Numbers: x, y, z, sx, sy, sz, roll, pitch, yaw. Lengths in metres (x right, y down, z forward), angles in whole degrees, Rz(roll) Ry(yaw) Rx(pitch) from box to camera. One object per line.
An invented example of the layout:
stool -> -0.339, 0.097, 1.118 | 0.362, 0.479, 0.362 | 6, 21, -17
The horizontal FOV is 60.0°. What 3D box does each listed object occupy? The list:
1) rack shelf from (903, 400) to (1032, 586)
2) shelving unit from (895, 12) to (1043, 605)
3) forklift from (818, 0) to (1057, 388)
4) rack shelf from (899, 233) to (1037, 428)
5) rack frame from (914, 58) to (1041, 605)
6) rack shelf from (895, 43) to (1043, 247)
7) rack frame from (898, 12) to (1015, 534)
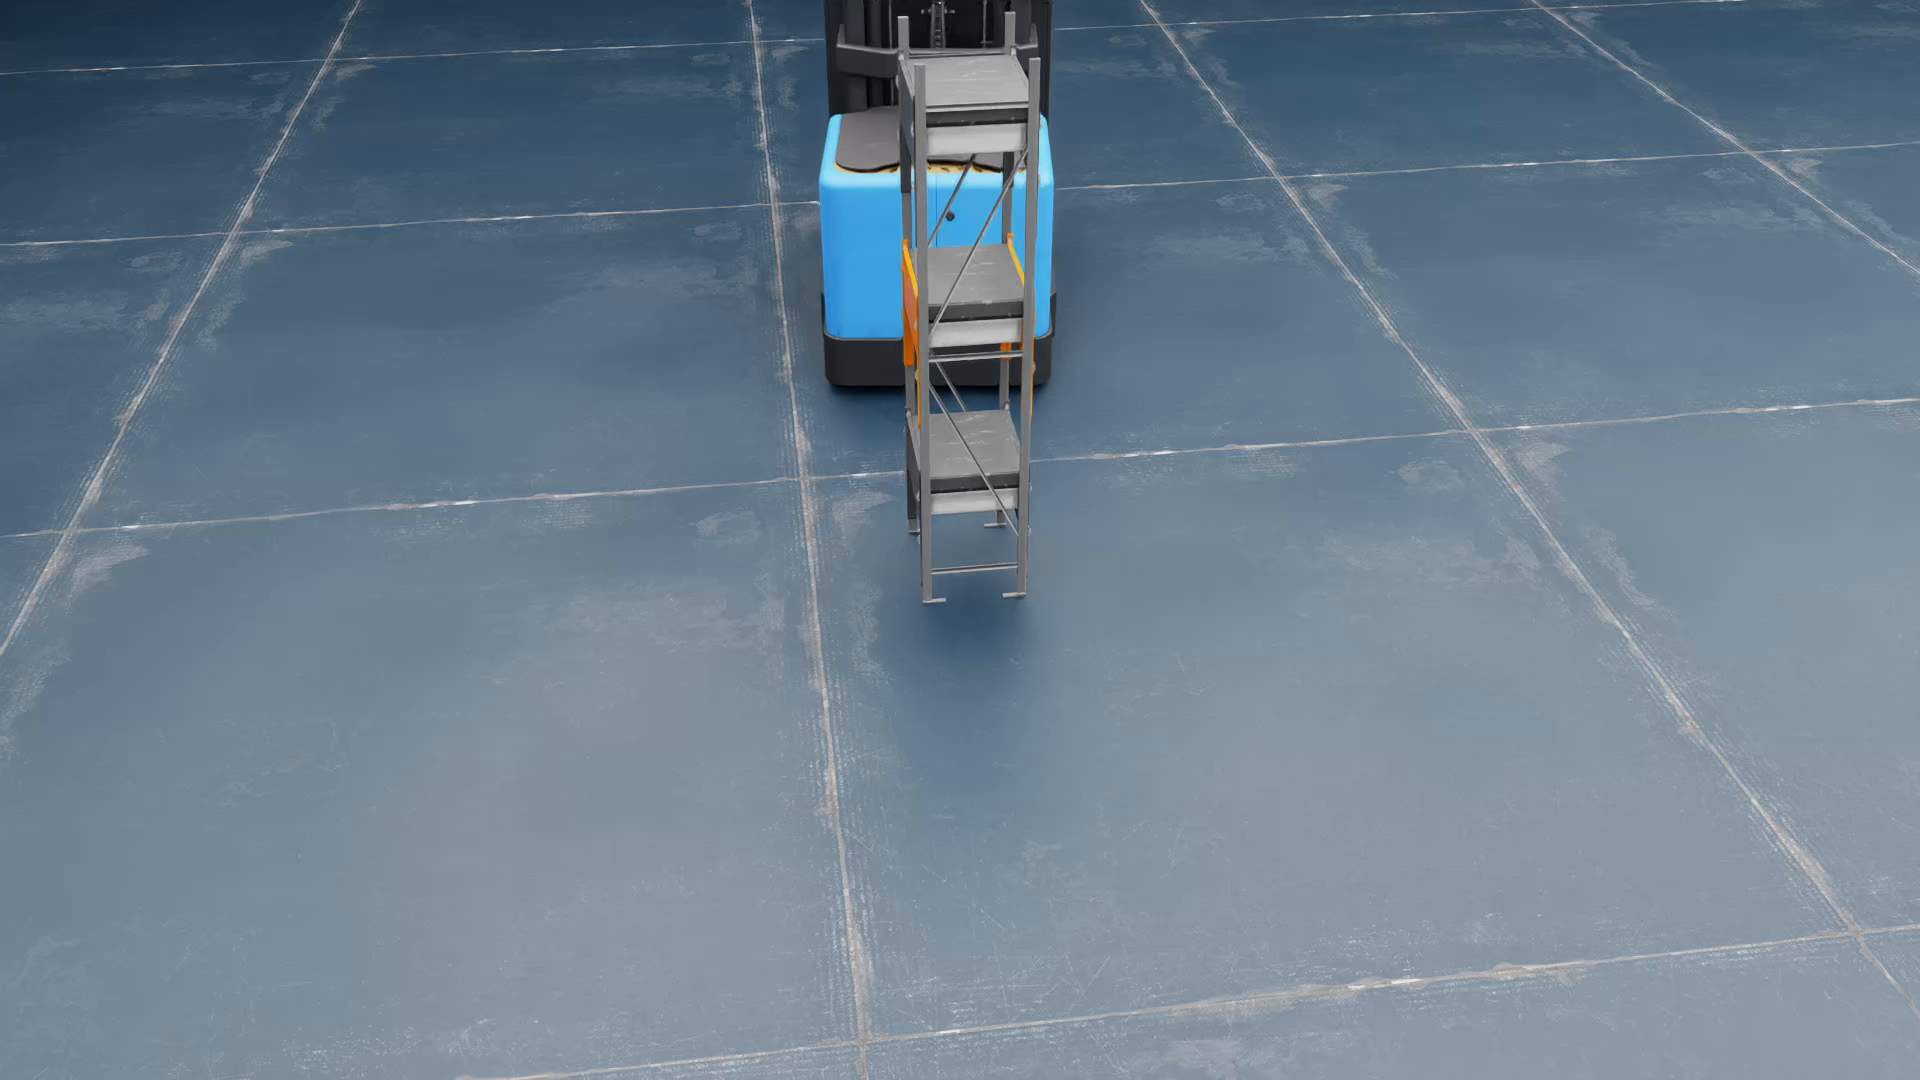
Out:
rack shelf -> 0.022, -0.186, 6.425 | 0.431, 0.518, 0.480 | -4, 35, -6
shelving unit -> 0.022, -0.775, 6.023 | 0.431, 2.100, 0.503 | -4, 35, -6
forklift -> -0.105, -2.701, 8.111 | 1.130, 2.935, 3.031 | 0, 34, 0
rack shelf -> 0.022, -0.764, 6.031 | 0.431, 0.518, 0.480 | -4, 35, -6
rack frame -> 0.055, -0.639, 5.823 | 0.400, 2.100, 0.015 | -4, 35, -6
rack shelf -> 0.022, -1.342, 5.637 | 0.431, 0.518, 0.480 | -4, 35, -6
rack frame -> -0.011, -0.911, 6.223 | 0.400, 2.100, 0.015 | -4, 35, -6
